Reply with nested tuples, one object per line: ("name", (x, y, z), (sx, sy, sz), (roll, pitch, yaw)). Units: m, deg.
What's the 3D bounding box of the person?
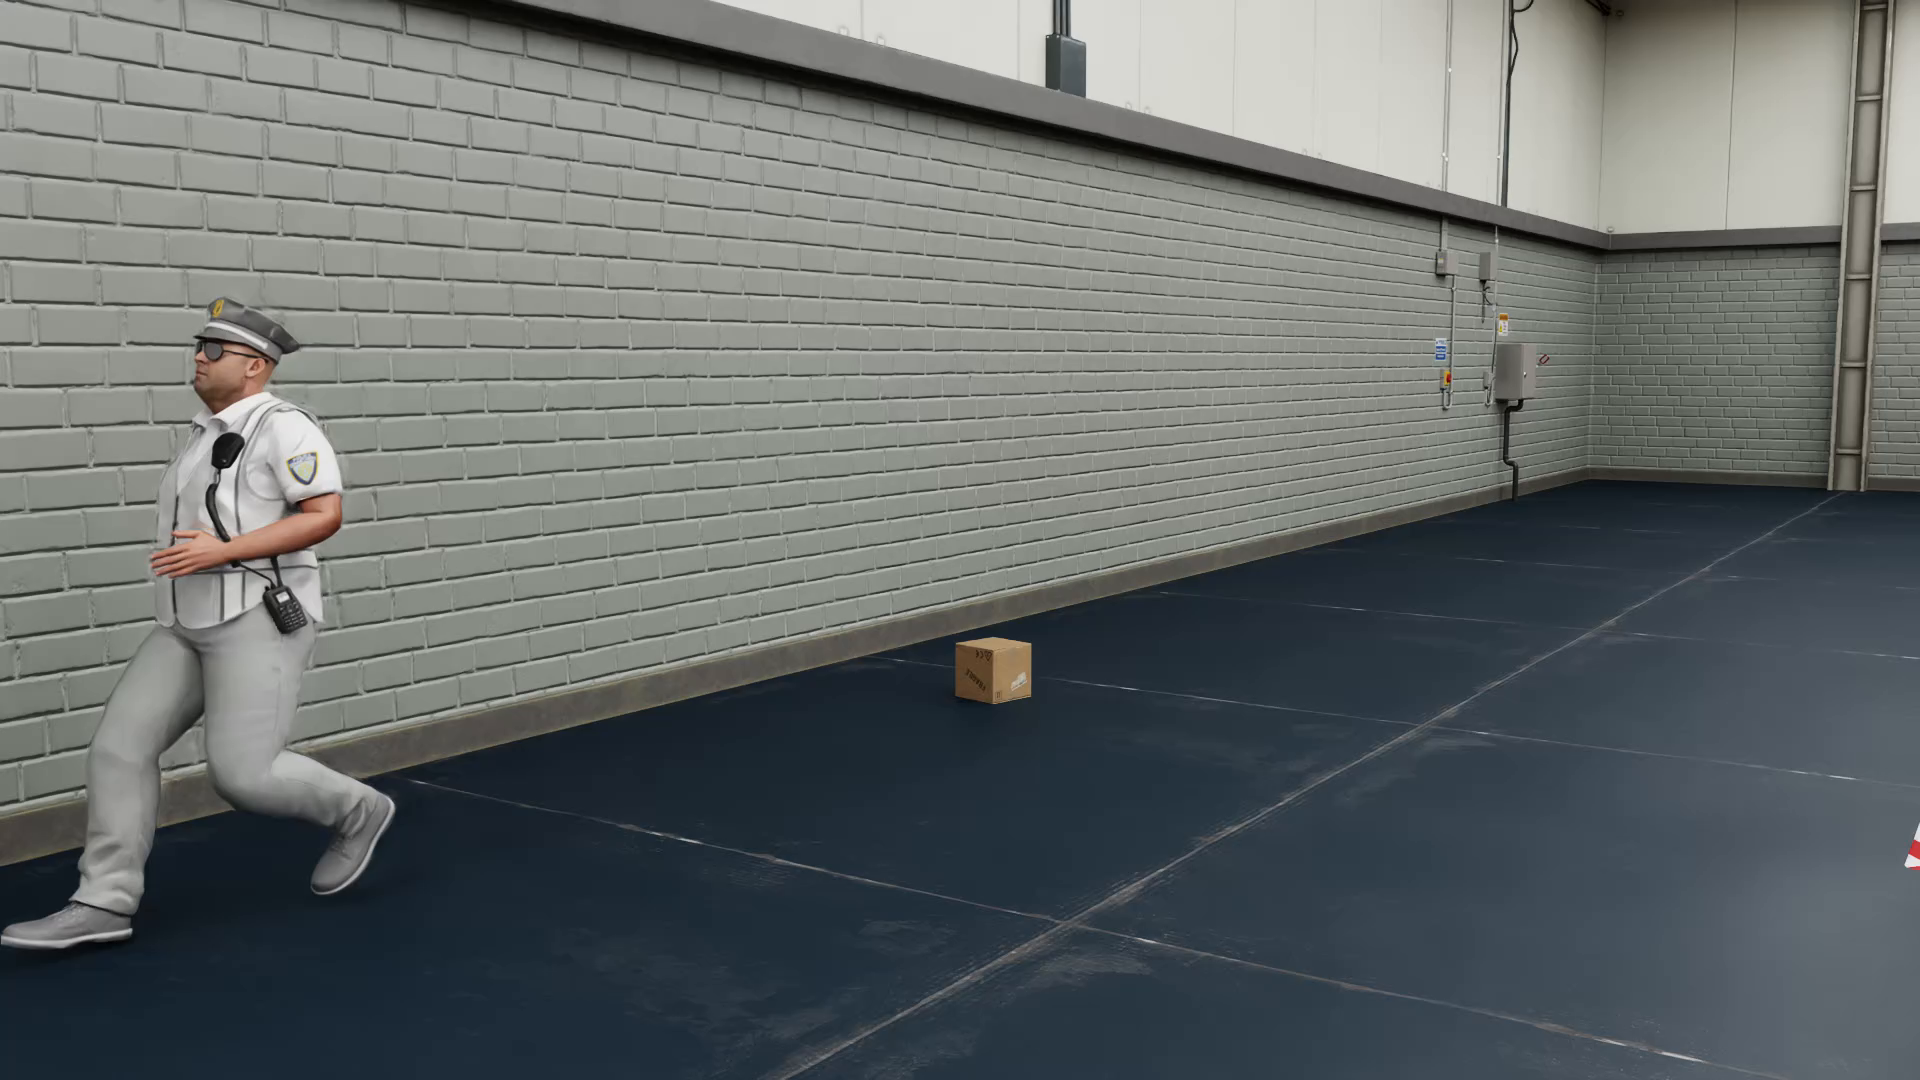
("person", (-2.021, 0.207, 4.438), (0.658, 1.709, 0.939), (3, 7, 27))
